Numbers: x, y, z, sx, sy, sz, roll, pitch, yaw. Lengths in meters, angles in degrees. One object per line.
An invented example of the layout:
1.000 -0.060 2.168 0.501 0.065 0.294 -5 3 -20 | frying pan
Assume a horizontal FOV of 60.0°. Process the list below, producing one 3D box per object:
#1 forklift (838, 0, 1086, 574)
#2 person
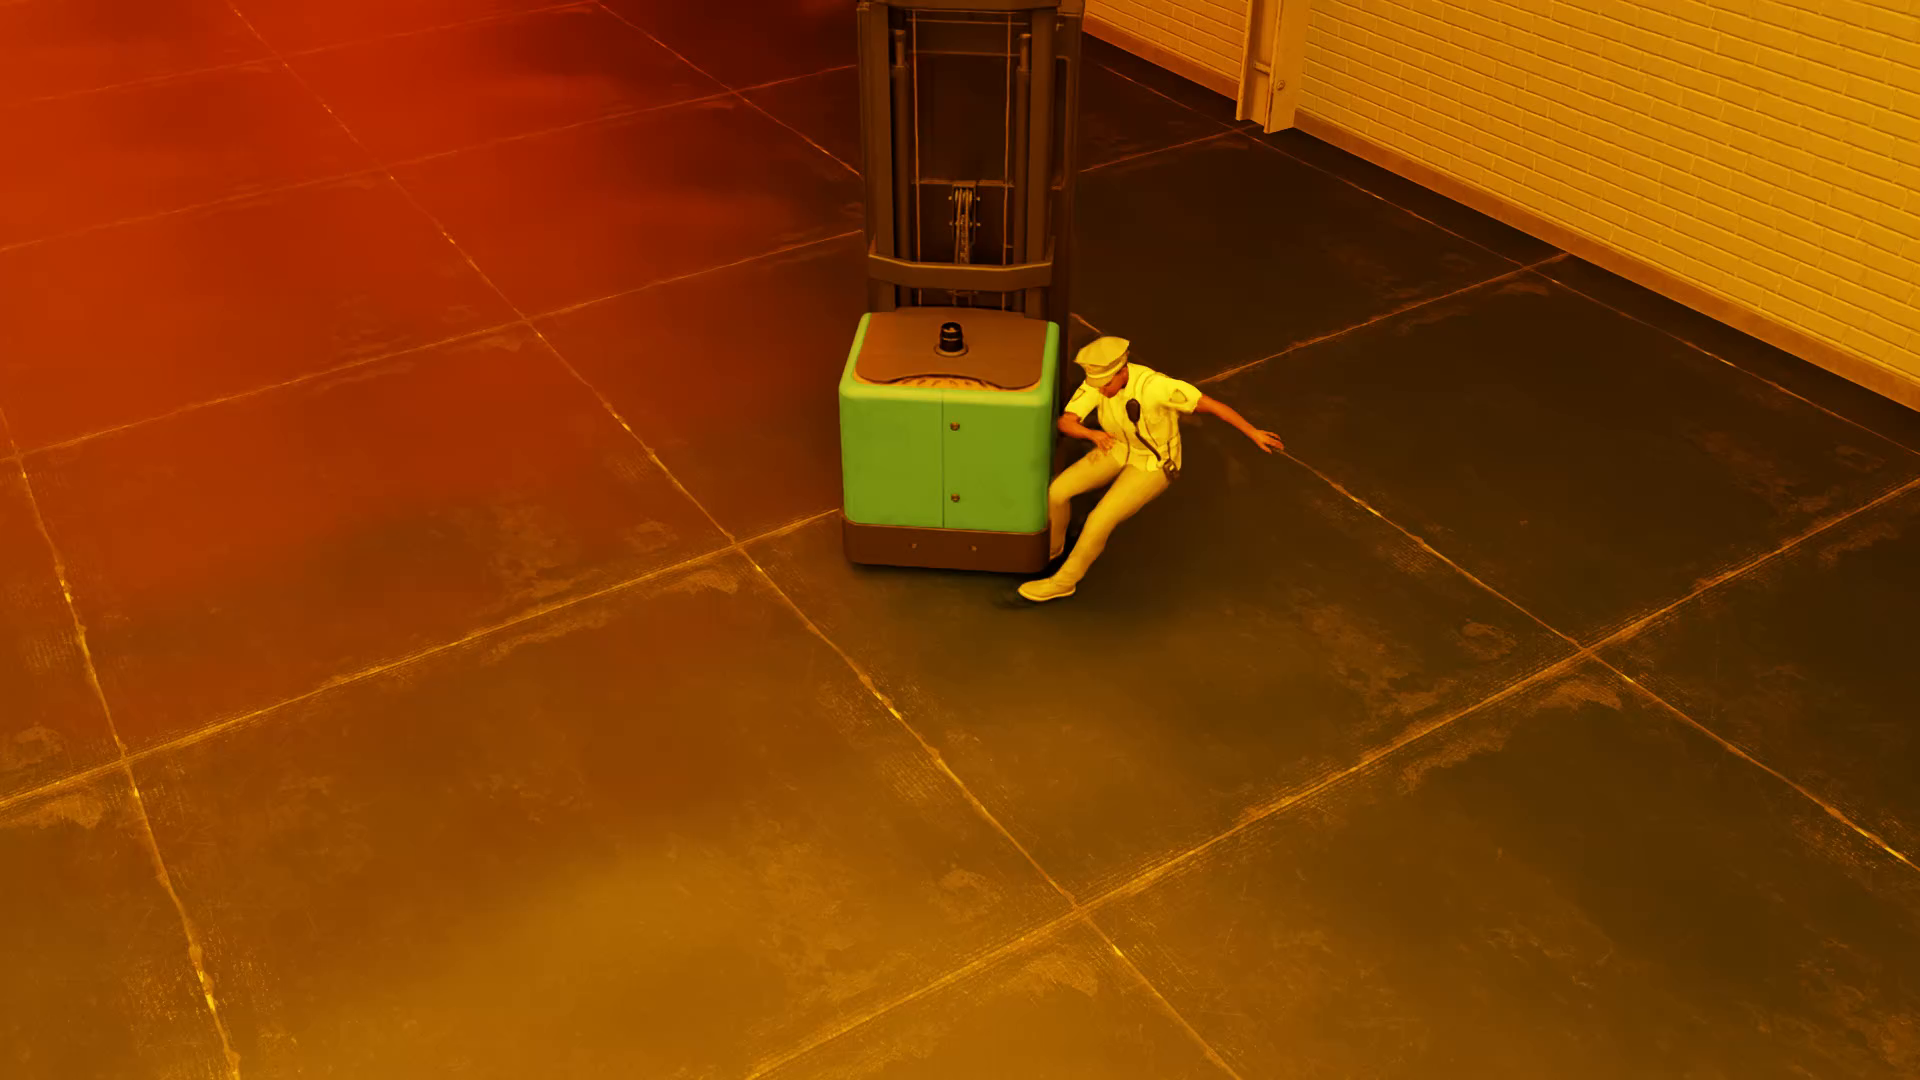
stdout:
0.071 -1.862 8.798 1.130 2.935 3.031 3 35 5 | forklift
0.817 -0.285 7.976 1.125 1.383 0.889 28 44 34 | person
